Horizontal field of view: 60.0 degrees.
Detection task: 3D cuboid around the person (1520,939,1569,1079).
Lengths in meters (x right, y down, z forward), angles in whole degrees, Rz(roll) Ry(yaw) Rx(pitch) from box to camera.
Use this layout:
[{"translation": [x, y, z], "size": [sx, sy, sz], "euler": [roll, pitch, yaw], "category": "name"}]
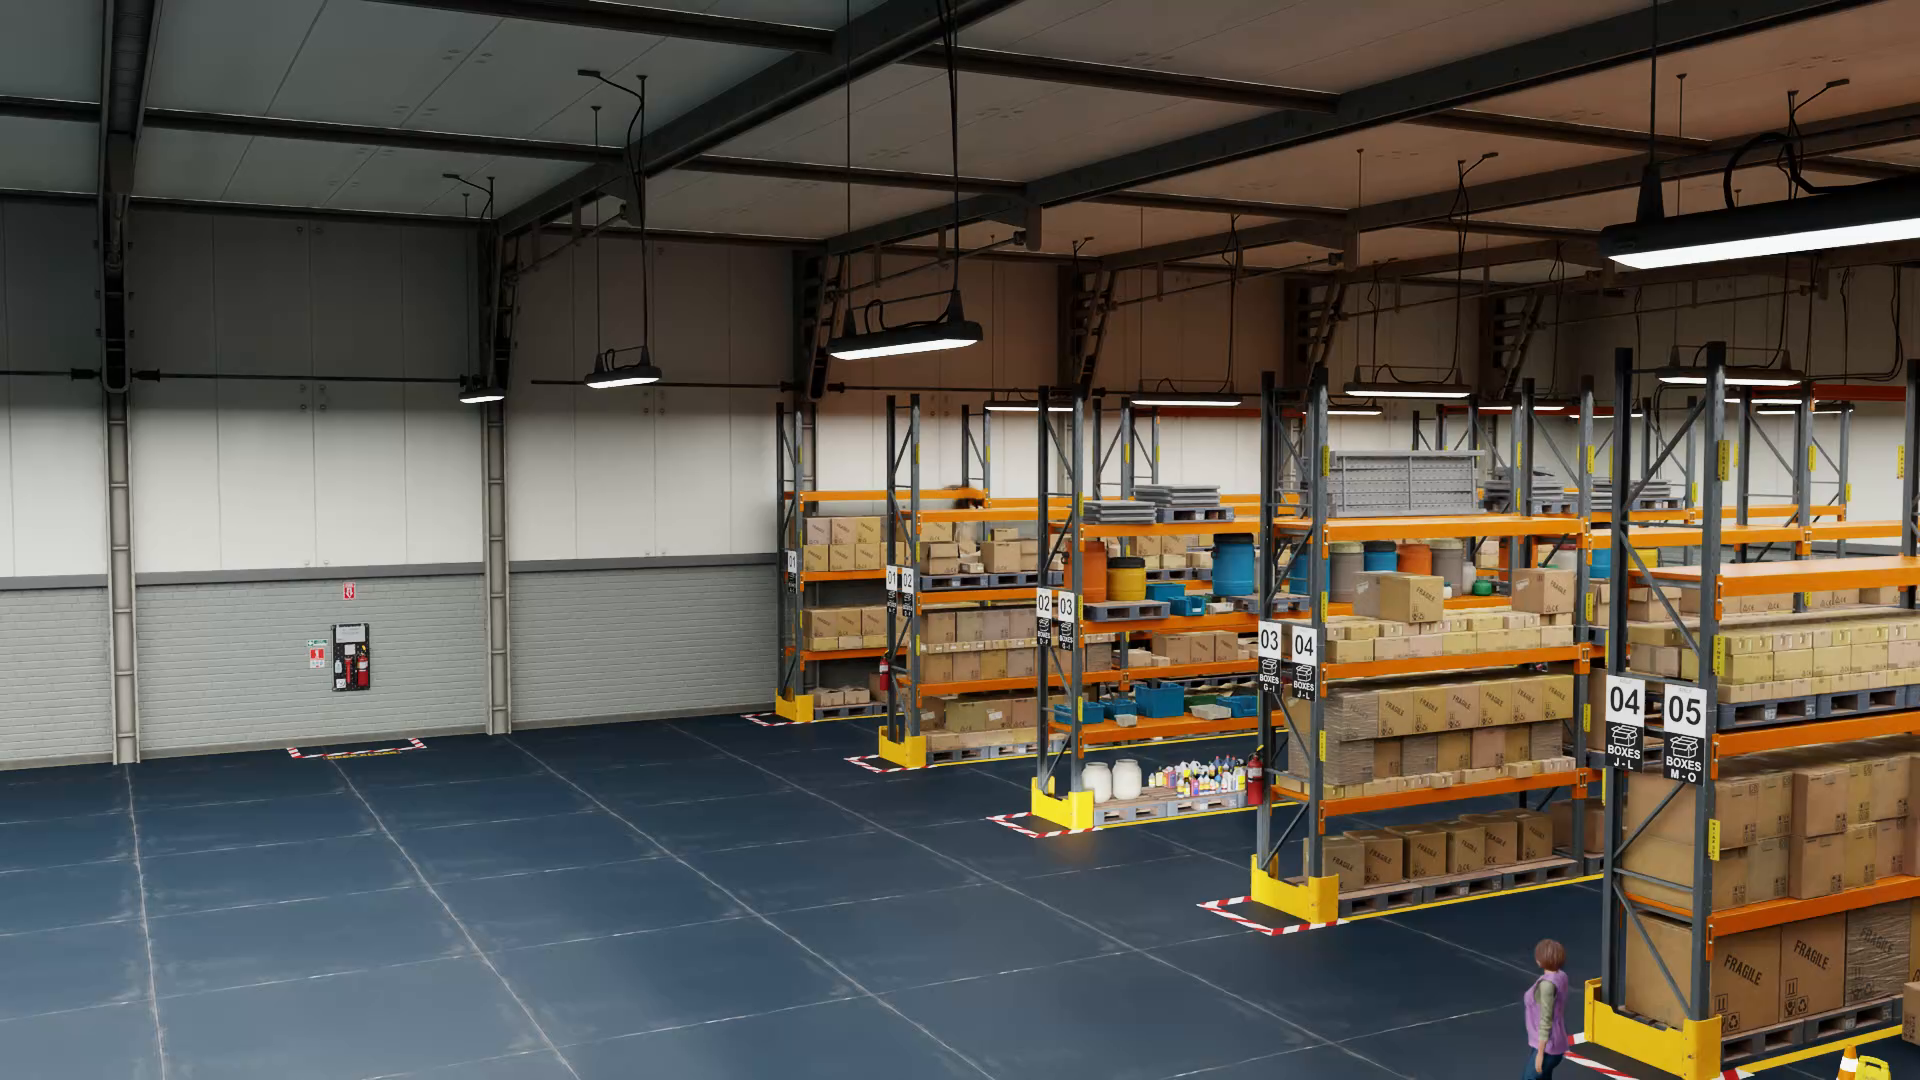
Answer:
[{"translation": [4.241, 3.668, 11.983], "size": [0.441, 1.603, 0.414], "euler": [1, 3, 13], "category": "person"}]
